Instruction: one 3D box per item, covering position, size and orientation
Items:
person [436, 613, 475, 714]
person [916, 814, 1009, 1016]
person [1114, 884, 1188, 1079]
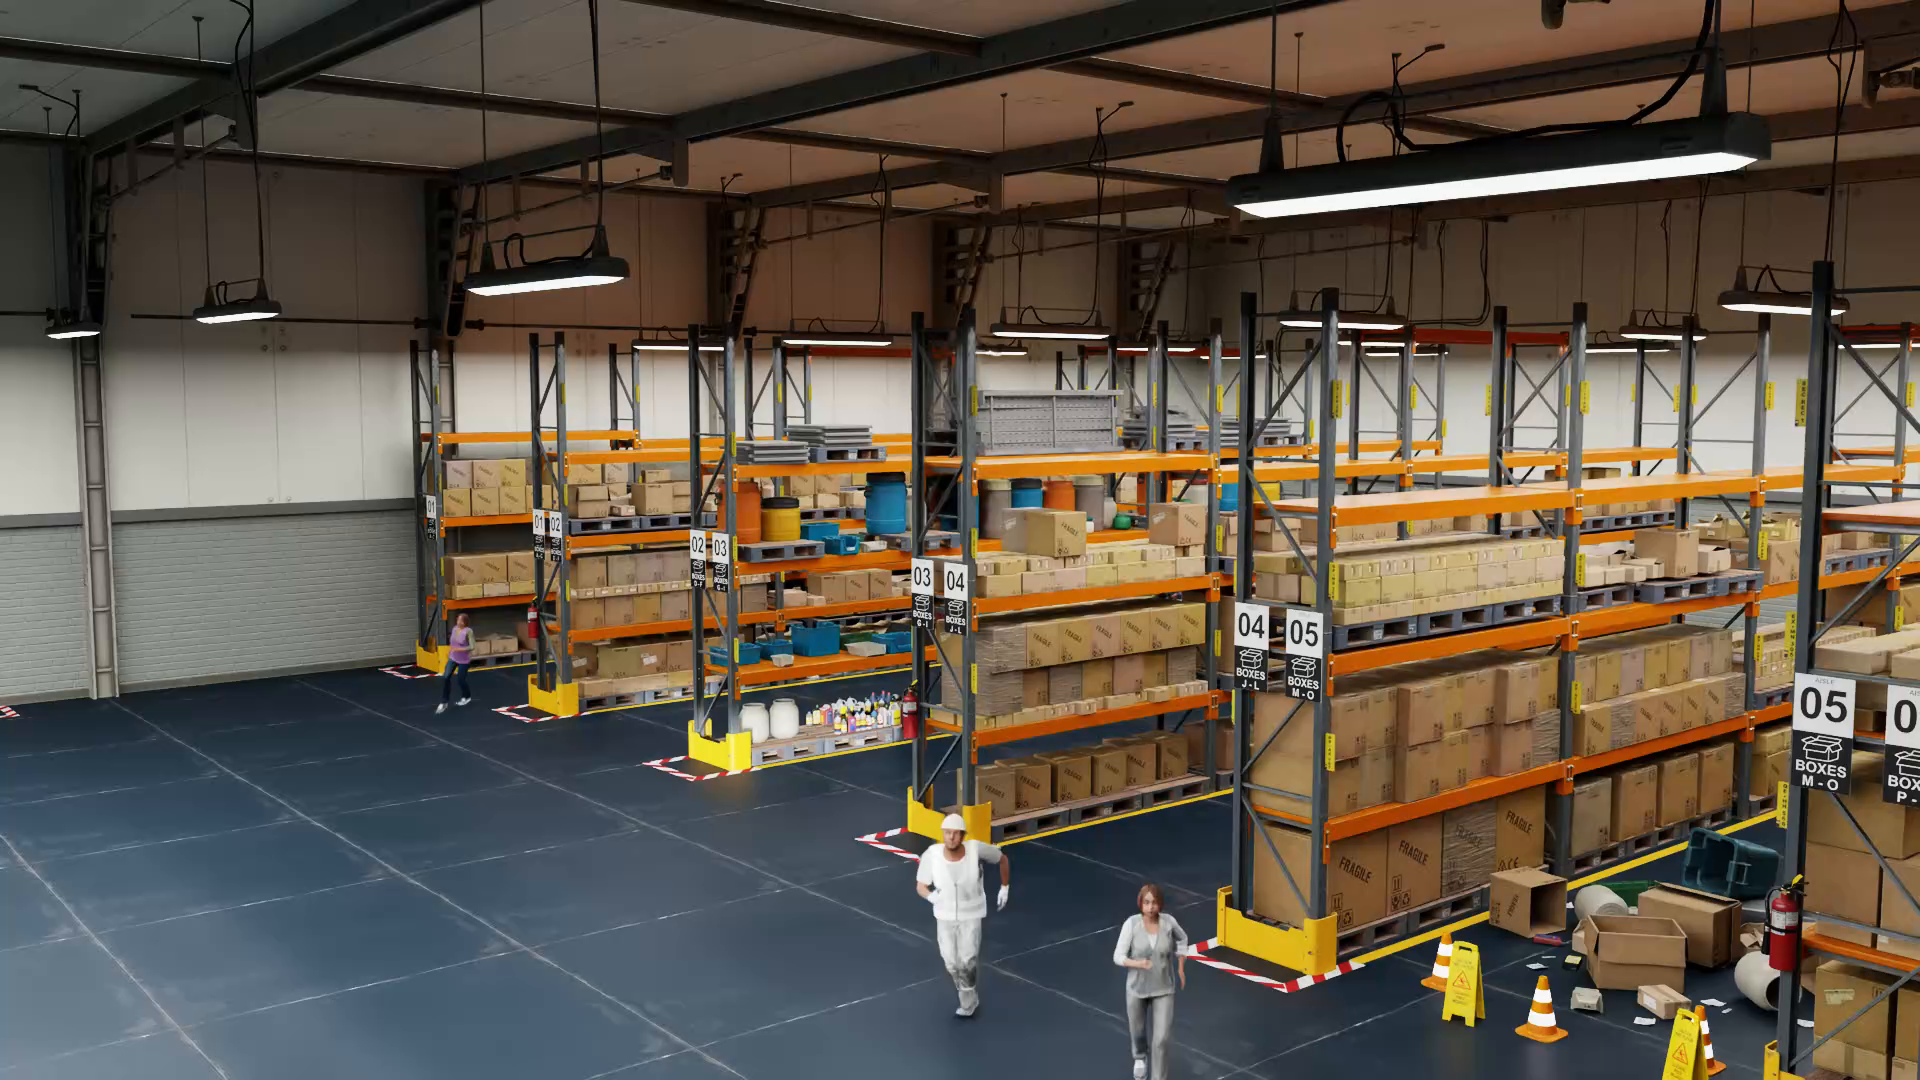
[{"bbox_3d":[-7.929,1.932,26.452,0.555,1.581,0.756,1,5,15],"label":"person"},{"bbox_3d":[0.006,3.050,13.399,0.726,1.722,0.728,1,5,9],"label":"person"},{"bbox_3d":[1.368,3.255,11.928,0.528,1.627,0.845,1,5,7],"label":"person"}]
